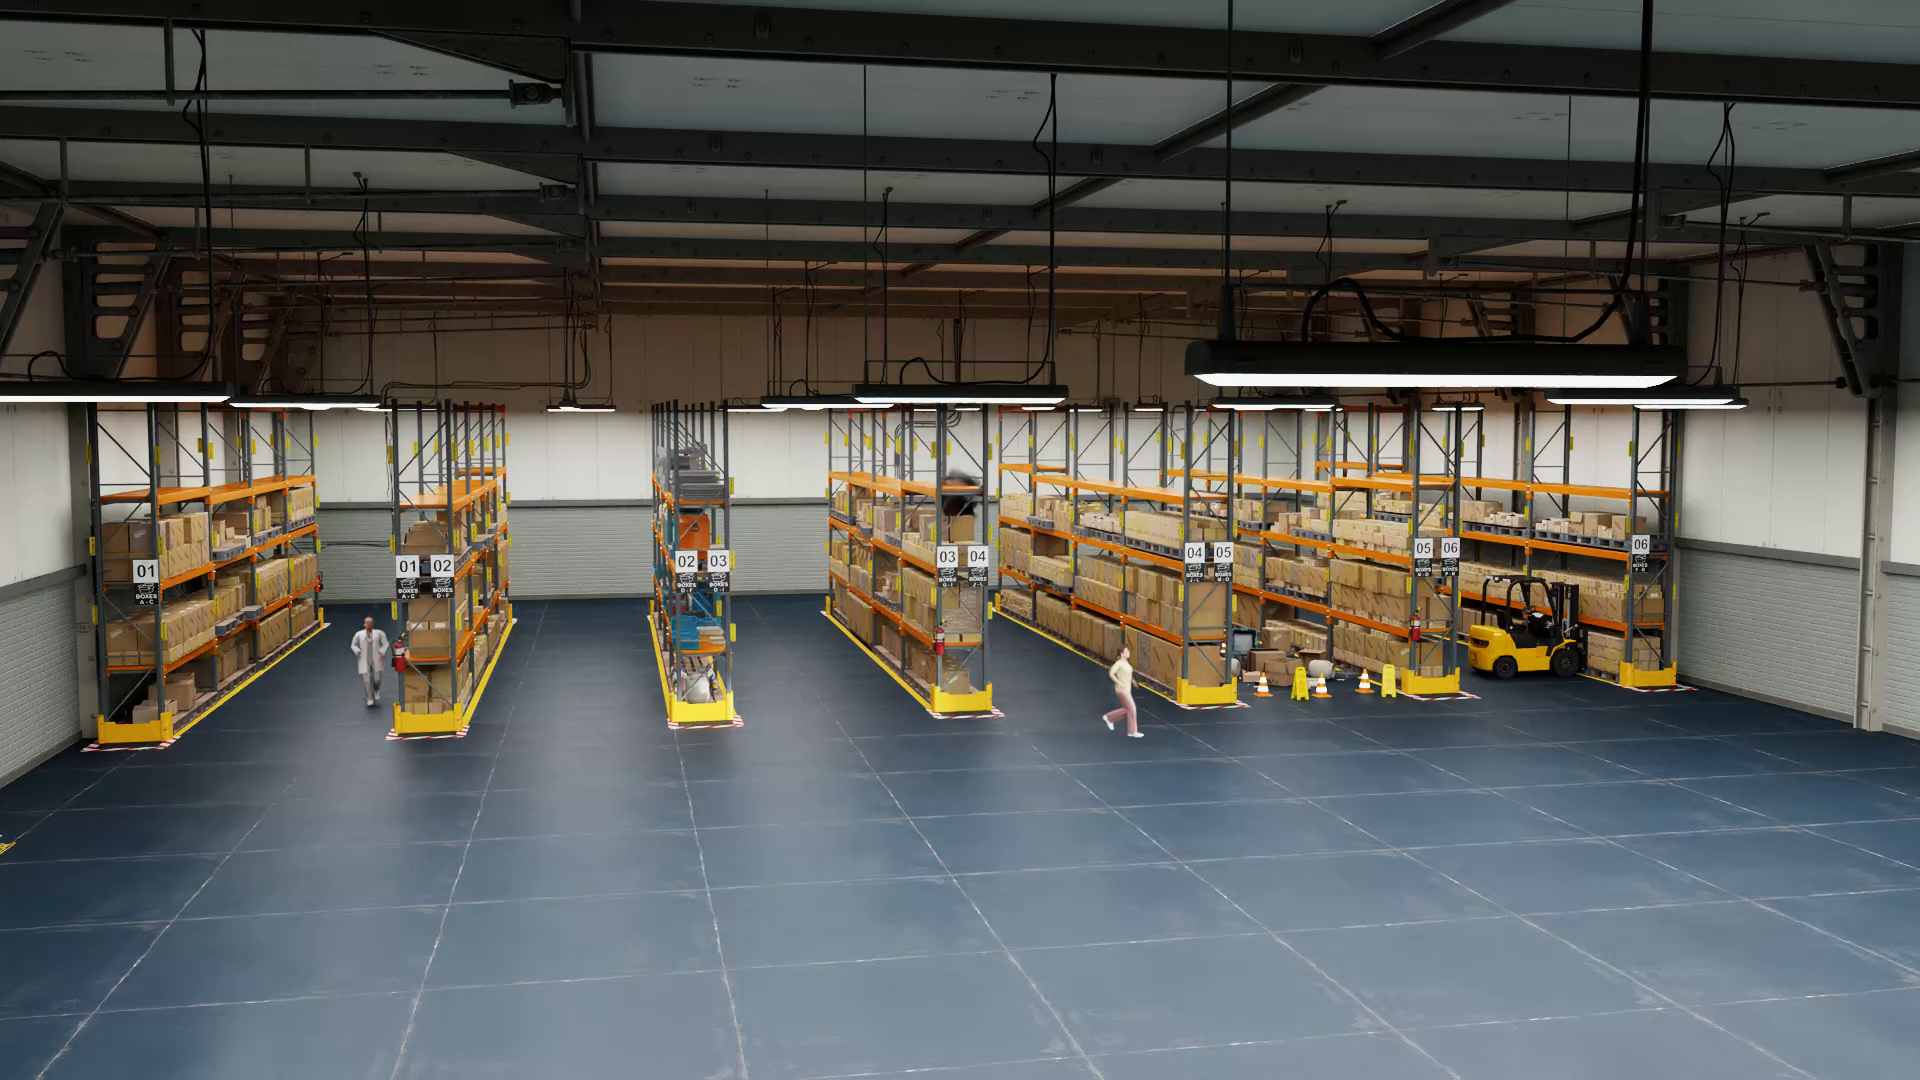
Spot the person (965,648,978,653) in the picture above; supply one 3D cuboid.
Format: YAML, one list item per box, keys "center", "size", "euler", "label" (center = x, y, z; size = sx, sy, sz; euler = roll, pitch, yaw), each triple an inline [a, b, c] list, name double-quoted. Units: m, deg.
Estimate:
- center: [0.292, 1.878, 40.042]
  size: [0.633, 1.713, 0.670]
  euler: [-1, 4, -12]
  label: "person"

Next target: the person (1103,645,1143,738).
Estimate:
- center: [2.884, 2.680, 29.534]
  size: [0.783, 1.635, 0.609]
  euler: [2, 5, 24]
  label: "person"

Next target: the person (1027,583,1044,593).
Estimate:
- center: [2.278, 1.131, 50.009]
  size: [0.587, 1.688, 0.797]
  euler: [2, 5, 29]
  label: "person"

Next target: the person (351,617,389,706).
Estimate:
- center: [-11.603, 2.391, 32.707]
  size: [0.705, 1.725, 0.604]
  euler: [-1, 5, -19]
  label: "person"
